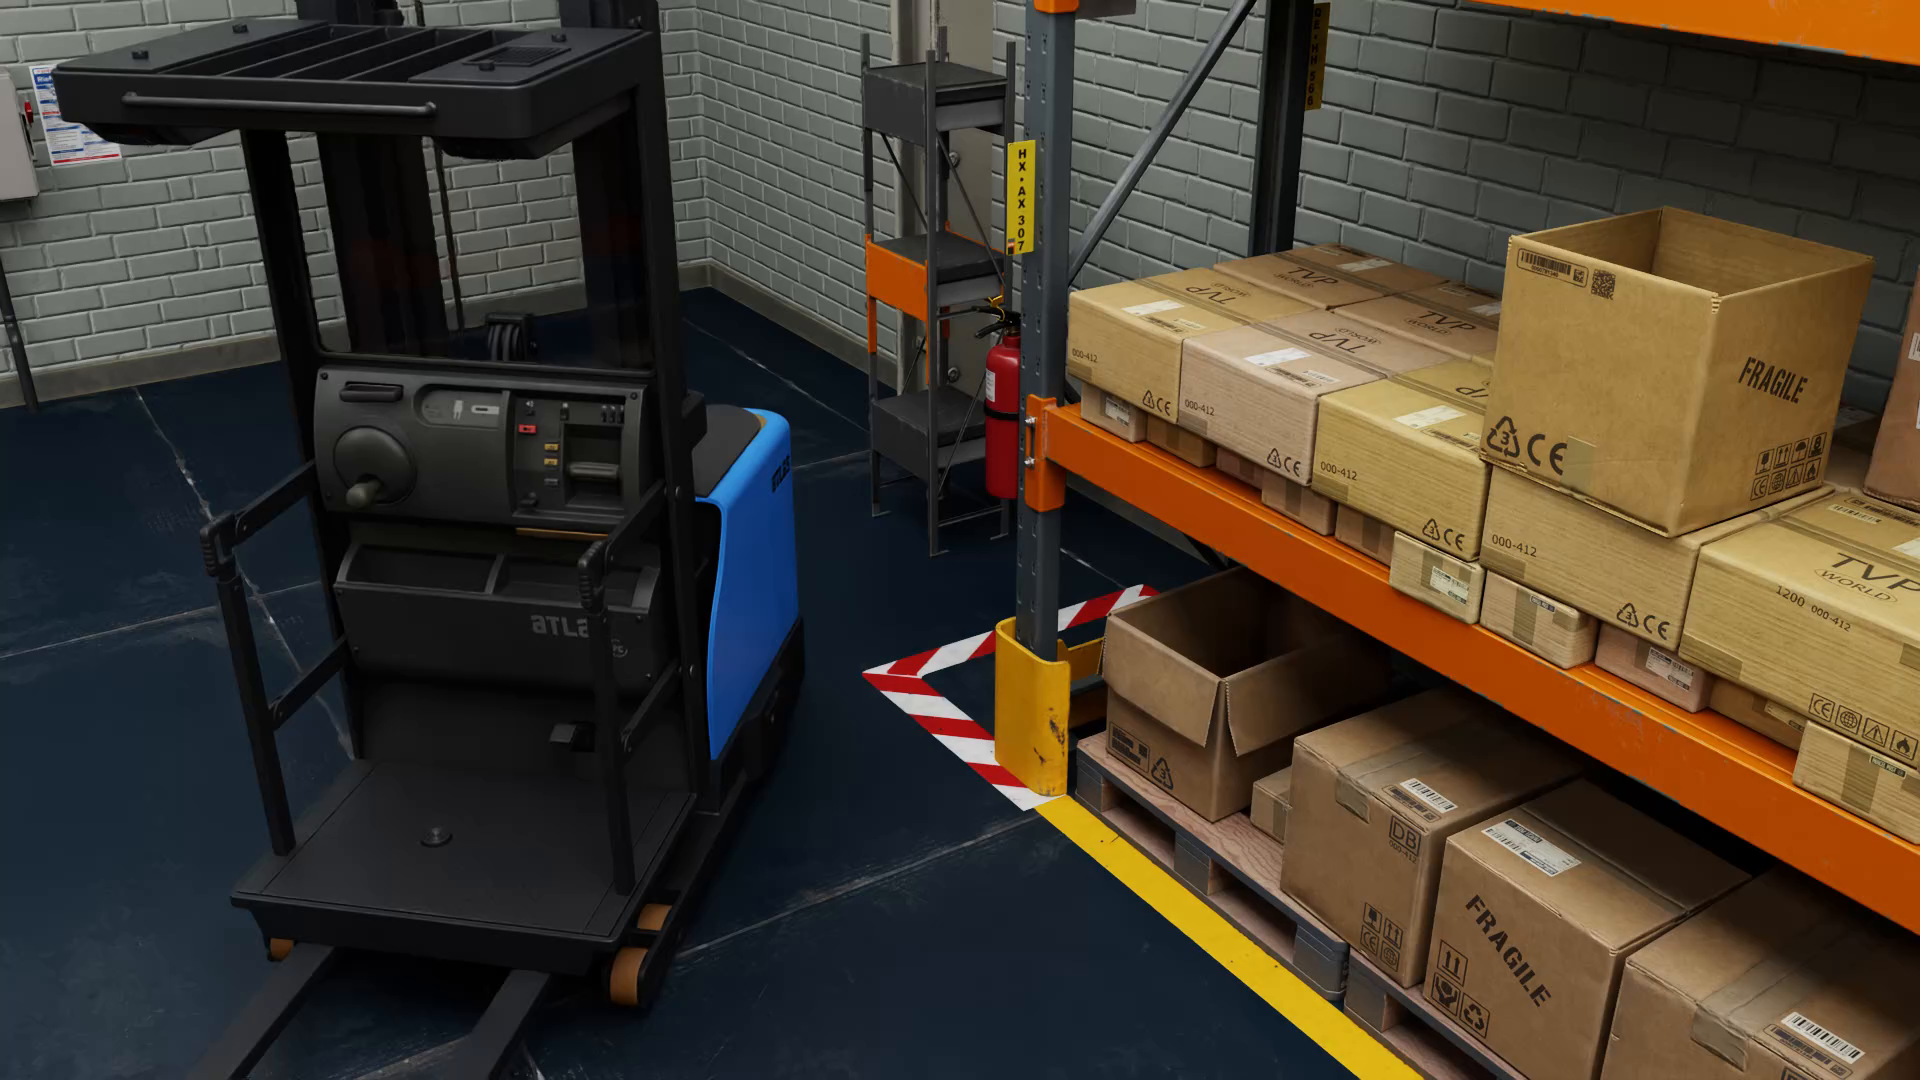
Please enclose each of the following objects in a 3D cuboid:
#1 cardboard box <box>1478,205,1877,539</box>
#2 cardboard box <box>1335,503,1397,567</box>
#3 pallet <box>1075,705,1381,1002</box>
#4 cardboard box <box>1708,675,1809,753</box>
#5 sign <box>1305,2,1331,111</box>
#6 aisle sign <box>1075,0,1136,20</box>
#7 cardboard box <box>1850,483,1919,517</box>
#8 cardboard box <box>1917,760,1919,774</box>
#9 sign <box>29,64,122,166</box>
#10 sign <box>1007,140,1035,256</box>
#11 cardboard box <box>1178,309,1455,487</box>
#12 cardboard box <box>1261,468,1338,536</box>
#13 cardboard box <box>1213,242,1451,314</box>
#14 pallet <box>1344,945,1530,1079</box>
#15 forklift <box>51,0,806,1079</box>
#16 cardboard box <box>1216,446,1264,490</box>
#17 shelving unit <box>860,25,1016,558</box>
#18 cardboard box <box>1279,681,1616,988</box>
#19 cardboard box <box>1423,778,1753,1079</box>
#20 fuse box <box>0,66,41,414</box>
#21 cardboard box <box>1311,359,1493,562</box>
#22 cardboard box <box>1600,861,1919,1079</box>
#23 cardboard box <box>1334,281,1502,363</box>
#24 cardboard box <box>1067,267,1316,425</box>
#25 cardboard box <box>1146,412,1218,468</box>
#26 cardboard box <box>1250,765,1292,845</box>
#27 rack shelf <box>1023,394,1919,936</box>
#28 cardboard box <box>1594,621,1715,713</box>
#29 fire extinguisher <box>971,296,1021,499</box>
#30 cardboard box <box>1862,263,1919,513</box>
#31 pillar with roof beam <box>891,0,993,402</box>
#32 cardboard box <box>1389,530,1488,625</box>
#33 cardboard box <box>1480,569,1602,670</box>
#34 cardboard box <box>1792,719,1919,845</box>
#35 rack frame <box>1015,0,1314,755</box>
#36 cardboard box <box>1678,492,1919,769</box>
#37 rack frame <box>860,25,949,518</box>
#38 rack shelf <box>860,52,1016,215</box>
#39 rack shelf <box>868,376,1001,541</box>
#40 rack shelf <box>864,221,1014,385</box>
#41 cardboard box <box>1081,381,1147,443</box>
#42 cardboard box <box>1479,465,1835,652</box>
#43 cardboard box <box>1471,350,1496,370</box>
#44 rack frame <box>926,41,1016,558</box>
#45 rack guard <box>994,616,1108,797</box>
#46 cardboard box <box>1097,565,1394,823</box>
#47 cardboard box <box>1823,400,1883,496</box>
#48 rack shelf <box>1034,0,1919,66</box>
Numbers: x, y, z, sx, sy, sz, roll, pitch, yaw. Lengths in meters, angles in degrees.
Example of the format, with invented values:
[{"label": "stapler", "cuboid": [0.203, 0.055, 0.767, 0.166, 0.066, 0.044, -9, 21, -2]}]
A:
[{"label": "cardboard box", "cuboid": [1.475, -0.370, 3.470, 0.500, 0.500, 0.500, -15, 29, -28]}, {"label": "cardboard box", "cuboid": [1.170, -0.067, 4.172, 0.380, 0.149, 0.250, -15, 29, -29]}, {"label": "pallet", "cuboid": [1.111, 0.847, 5.209, 1.003, 0.211, 1.213, -16, 29, -30]}, {"label": "cardboard box", "cuboid": [1.779, 0.284, 3.428, 0.380, 0.149, 0.250, -15, 29, -29]}, {"label": "sign", "cuboid": [1.110, -1.515, 5.219, 0.100, 0.325, 0.005, -16, 29, -30]}, {"label": "aisle sign", "cuboid": [0.351, -1.858, 4.626, 0.394, 0.787, 0.004, -16, 29, -30]}, {"label": "cardboard box", "cuboid": [2.214, 0.035, 3.489, 0.500, 0.250, 0.500, -15, 29, -28]}, {"label": "cardboard box", "cuboid": [2.049, 0.337, 2.850, 0.500, 0.250, 0.500, -15, 29, -29]}, {"label": "sign", "cuboid": [-4.480, -2.163, 8.429, 0.329, 0.494, 0.001, -16, 29, -30]}, {"label": "sign", "cuboid": [0.179, -0.991, 4.822, 0.100, 0.325, 0.005, -16, 29, -30]}, {"label": "cardboard box", "cuboid": [0.931, -0.387, 4.384, 0.500, 0.250, 0.500, -15, 29, -29]}, {"label": "cardboard box", "cuboid": [1.020, -0.160, 4.370, 0.380, 0.149, 0.250, -15, 29, -28]}, {"label": "cardboard box", "cuboid": [1.107, -0.690, 5.025, 0.500, 0.250, 0.500, -15, 29, -28]}, {"label": "pallet", "cuboid": [1.773, 1.283, 4.285, 1.003, 0.211, 1.213, -16, 29, -30]}, {"label": "forklift", "cuboid": [-1.331, -0.217, 4.276, 1.130, 2.935, 3.031, 4, 26, 9]}, {"label": "cardboard box", "cuboid": [0.934, -0.265, 4.592, 0.380, 0.149, 0.250, -16, 30, -30]}, {"label": "shelving unit", "cuboid": [-0.090, -1.009, 6.927, 0.431, 2.100, 0.503, -16, 29, -30]}, {"label": "cardboard box", "cuboid": [1.323, 0.770, 4.541, 0.700, 0.500, 0.500, -14, 29, -27]}, {"label": "cardboard box", "cuboid": [1.527, 0.982, 4.091, 0.500, 0.500, 0.500, -15, 29, -29]}, {"label": "fuse box", "cuboid": [-4.781, -1.434, 8.284, 0.539, 1.711, 0.414, -16, 29, -30]}, {"label": "cardboard box", "cuboid": [1.211, -0.207, 4.002, 0.500, 0.250, 0.500, -16, 30, -31]}, {"label": "cardboard box", "cuboid": [1.889, 1.141, 3.755, 0.700, 0.500, 0.500, -17, 30, -31]}, {"label": "cardboard box", "cuboid": [1.388, -0.505, 4.634, 0.500, 0.250, 0.500, -15, 29, -29]}, {"label": "cardboard box", "cuboid": [0.656, -0.568, 4.766, 0.500, 0.250, 0.500, -15, 29, -29]}, {"label": "cardboard box", "cuboid": [0.761, -0.351, 4.774, 0.380, 0.149, 0.250, -15, 29, -28]}, {"label": "cardboard box", "cuboid": [1.088, 0.775, 4.942, 0.380, 0.149, 0.250, -17, 30, -32]}, {"label": "rack shelf", "cuboid": [1.726, 0.315, 3.913, 1.077, 0.370, 4.000, -16, 29, -30]}, {"label": "cardboard box", "cuboid": [1.605, 0.207, 3.592, 0.380, 0.149, 0.250, -16, 29, -30]}, {"label": "fire extinguisher", "cuboid": [0.166, -0.467, 5.254, 0.296, 0.674, 0.183, -16, 29, -30]}, {"label": "cardboard box", "cuboid": [2.228, -0.296, 3.312, 0.500, 0.500, 0.500, -16, 30, -31]}, {"label": "pillar with roof beam", "cuboid": [-3.690, -3.610, 4.356, 9.100, 9.000, 0.400, -16, 29, -30]}, {"label": "cardboard box", "cuboid": [1.245, 0.041, 3.943, 0.380, 0.149, 0.250, -16, 30, -31]}, {"label": "cardboard box", "cuboid": [1.406, 0.131, 3.754, 0.380, 0.149, 0.250, -15, 29, -28]}, {"label": "cardboard box", "cuboid": [1.826, 0.403, 3.178, 0.380, 0.149, 0.250, -16, 30, -30]}, {"label": "rack frame", "cuboid": [0.634, -0.726, 5.274, 1.000, 3.000, 0.127, -16, 29, -30]}, {"label": "cardboard box", "cuboid": [1.788, 0.155, 3.234, 0.500, 0.250, 0.500, -16, 30, -30]}, {"label": "rack frame", "cuboid": [-0.224, -1.096, 7.112, 0.400, 2.100, 0.015, -16, 29, -30]}, {"label": "rack shelf", "cuboid": [-0.090, -1.629, 6.634, 0.431, 0.518, 0.480, -16, 29, -30]}, {"label": "rack shelf", "cuboid": [-0.090, -0.363, 7.232, 0.431, 0.518, 0.480, -16, 29, -30]}, {"label": "rack shelf", "cuboid": [-0.090, -0.996, 6.933, 0.431, 0.518, 0.480, -16, 29, -30]}, {"label": "cardboard box", "cuboid": [0.584, -0.431, 4.944, 0.380, 0.149, 0.250, -16, 30, -30]}, {"label": "cardboard box", "cuboid": [1.508, -0.029, 3.625, 0.500, 0.250, 0.500, -16, 30, -31]}, {"label": "cardboard box", "cuboid": [1.654, -0.327, 4.257, 0.500, 0.250, 0.500, -15, 29, -28]}, {"label": "rack frame", "cuboid": [0.043, -0.921, 6.742, 0.400, 2.100, 0.015, -16, 29, -30]}, {"label": "rack guard", "cuboid": [0.675, 0.431, 5.750, 1.175, 0.500, 0.348, -16, 29, -30]}, {"label": "cardboard box", "cuboid": [0.888, 0.454, 5.208, 0.797, 0.503, 0.637, -17, 30, -32]}, {"label": "cardboard box", "cuboid": [1.940, -0.140, 3.860, 0.500, 0.250, 0.500, -16, 29, -30]}, {"label": "rack shelf", "cuboid": [1.726, -1.042, 3.272, 1.077, 0.370, 4.000, -16, 29, -30]}]
